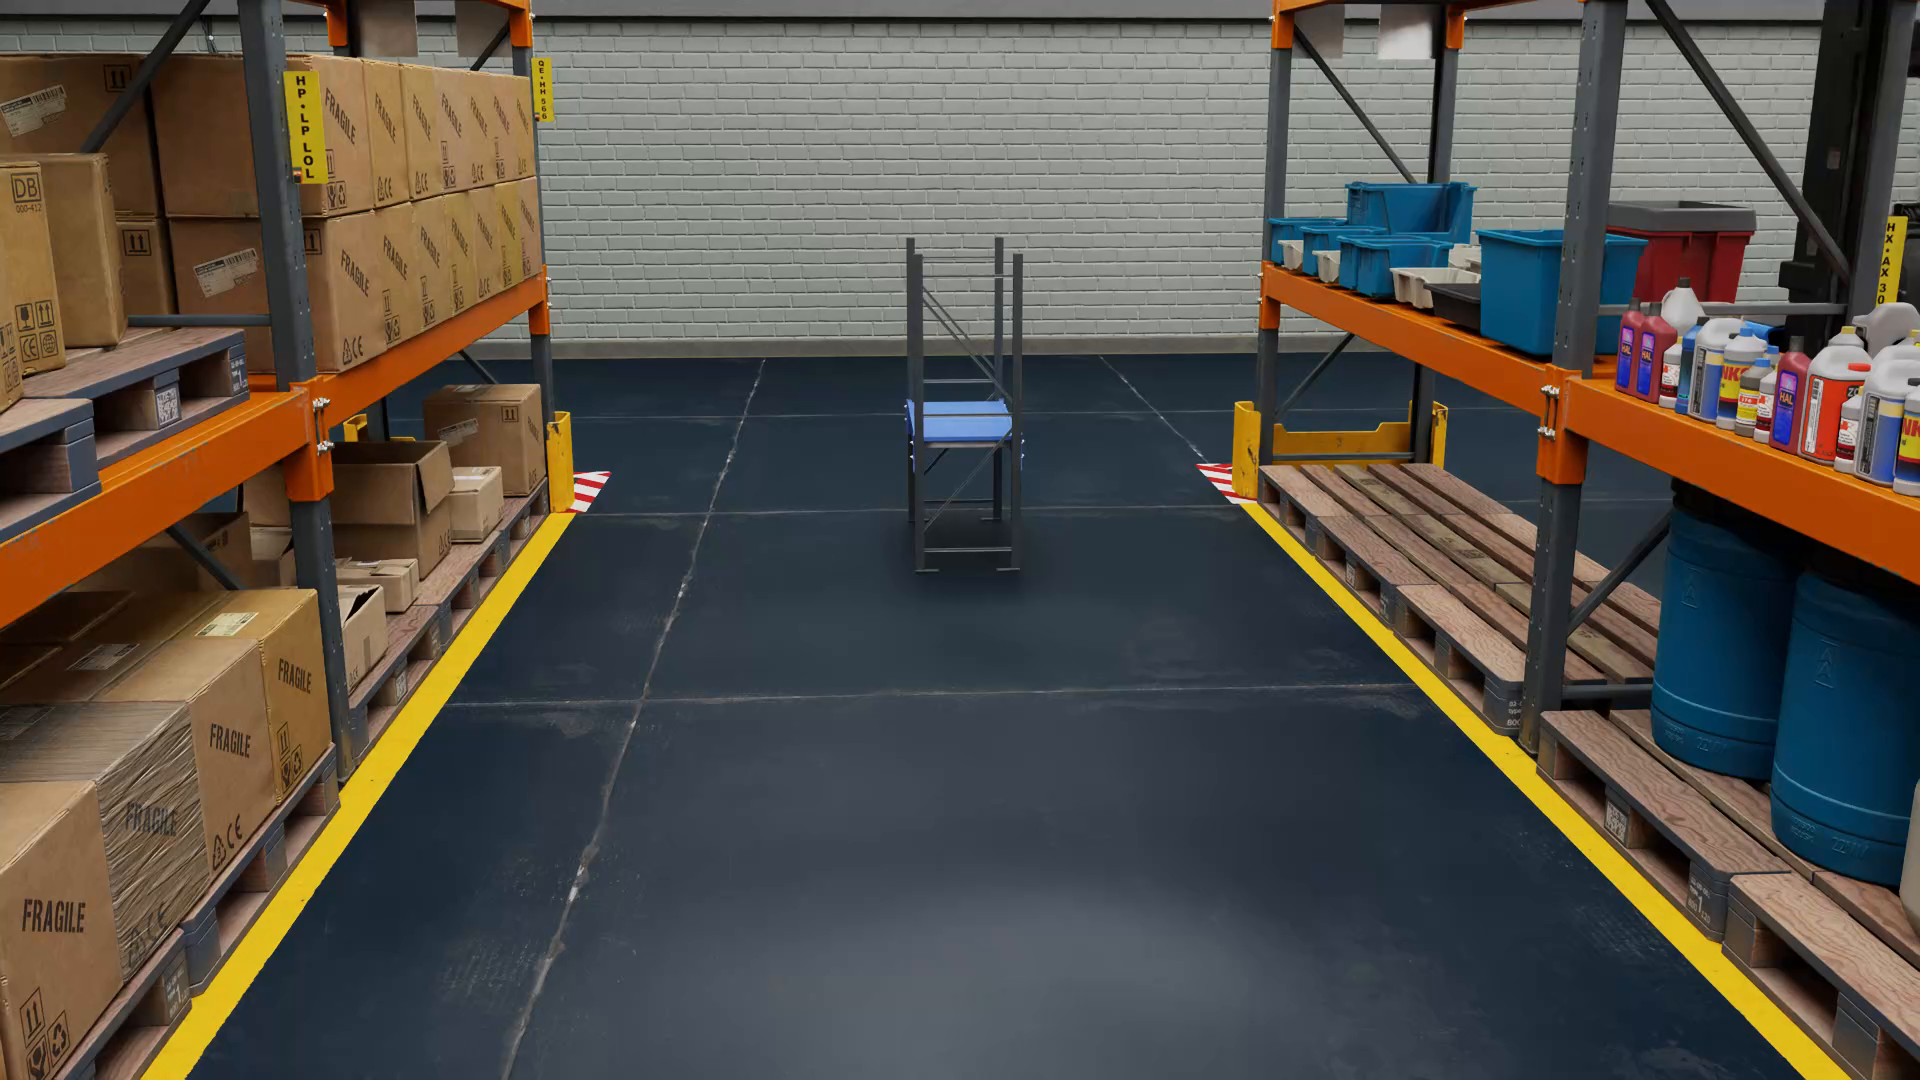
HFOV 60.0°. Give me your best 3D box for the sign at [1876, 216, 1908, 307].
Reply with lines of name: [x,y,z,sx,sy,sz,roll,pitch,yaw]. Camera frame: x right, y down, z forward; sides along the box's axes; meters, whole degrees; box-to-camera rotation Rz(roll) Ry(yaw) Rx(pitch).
sign: [2.986,-0.878,5.365,0.100,0.325,0.005,-1,14,-3]

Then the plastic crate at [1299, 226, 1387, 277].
plastic crate: [1.917,-1.449,8.353,0.416,0.233,0.300,-1,14,-3]

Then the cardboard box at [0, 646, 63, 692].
cardboard box: [-2.676,0.593,4.334,0.500,0.500,0.500,-1,14,-3]

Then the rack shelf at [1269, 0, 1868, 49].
rack shelf: [2.313,-2.338,7.017,1.077,0.370,4.000,-1,14,-3]

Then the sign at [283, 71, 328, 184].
sign: [-1.953,-1.231,4.967,0.100,0.325,0.005,-1,14,-3]

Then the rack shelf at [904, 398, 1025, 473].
rack shelf: [0.005,-0.531,8.302,0.538,0.185,1.000,-1,14,-3]

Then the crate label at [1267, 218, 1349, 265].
crate label: [1.876,-1.612,8.989,0.416,0.233,0.303,-1,14,-3]

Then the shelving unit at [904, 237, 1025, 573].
shelving unit: [0.005,-0.705,8.257,0.538,1.500,1.048,-1,14,-3]

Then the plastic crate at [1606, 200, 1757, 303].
plastic crate: [2.632,-1.022,6.230,0.402,0.464,0.583,-1,14,-3]

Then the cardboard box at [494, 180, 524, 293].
cardboard box: [-2.420,-1.468,8.010,0.500,0.500,0.500,-1,14,-3]

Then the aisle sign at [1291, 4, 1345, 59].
aisle sign: [1.888,-3.003,8.962,0.394,0.787,0.004,-1,14,-3]

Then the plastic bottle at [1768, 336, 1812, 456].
plastic bottle: [2.089,-0.361,4.144,0.061,0.283,0.133,-1,14,-3]

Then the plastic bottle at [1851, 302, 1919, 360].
plastic bottle: [2.784,-0.583,5.022,0.152,0.276,0.135,-1,14,-3]

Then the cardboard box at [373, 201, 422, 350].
cardboard box: [-2.301,-0.967,6.065,0.500,0.500,0.500,-1,14,-2]

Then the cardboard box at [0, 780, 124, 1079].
cardboard box: [-2.104,0.829,3.417,0.500,0.500,0.500,-1,14,-5]

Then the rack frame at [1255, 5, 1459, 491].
rack frame: [2.189,-1.731,9.234,1.000,3.000,0.127,-1,14,-3]

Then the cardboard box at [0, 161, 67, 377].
cardboard box: [-2.595,-0.621,3.877,0.700,0.500,0.500,1,14,5]

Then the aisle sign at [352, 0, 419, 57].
aisle sign: [-3.052,-2.927,8.665,0.394,0.787,0.004,-1,14,-3]

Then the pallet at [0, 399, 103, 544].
pallet: [-2.384,-0.056,3.111,1.003,0.211,1.213,-1,14,-3]

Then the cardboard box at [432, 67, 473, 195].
cardboard box: [-2.352,-1.699,6.904,0.500,0.500,0.500,0,14,-2]

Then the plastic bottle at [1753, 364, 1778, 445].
plastic bottle: [2.100,-0.350,4.267,0.097,0.201,0.097,0,14,0]

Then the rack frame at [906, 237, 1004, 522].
rack frame: [-0.026,-0.832,8.748,0.500,1.500,0.032,-1,14,-3]

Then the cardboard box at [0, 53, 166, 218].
cardboard box: [-2.797,-1.315,5.410,0.500,0.500,0.500,-1,14,-3]

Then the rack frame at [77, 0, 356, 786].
rack frame: [-2.507,-0.661,5.074,1.000,3.000,0.127,-1,14,-3]

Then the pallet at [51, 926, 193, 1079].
pallet: [-2.340,1.196,3.456,1.003,0.211,1.213,-1,14,-3]

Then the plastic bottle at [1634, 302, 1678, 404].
plastic bottle: [2.042,-0.549,4.873,0.061,0.283,0.133,-1,14,-3]

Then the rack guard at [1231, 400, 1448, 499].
rack guard: [2.175,-0.526,9.568,1.175,0.500,0.348,-1,14,-3]

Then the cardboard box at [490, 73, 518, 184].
cardboard box: [-2.421,-1.956,7.902,0.500,0.500,0.500,0,14,-2]

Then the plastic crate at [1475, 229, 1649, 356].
plastic crate: [2.068,-0.868,5.793,0.392,0.384,0.575,-1,14,-3]

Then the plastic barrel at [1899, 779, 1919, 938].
plastic barrel: [2.443,0.719,3.863,0.421,0.512,0.421,0,14,0]

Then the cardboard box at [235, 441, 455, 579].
cardboard box: [-2.628,-0.132,7.146,0.797,0.503,0.637,-1,14,-3]

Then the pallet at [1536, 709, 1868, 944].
pallet: [2.443,0.807,4.967,1.003,0.211,1.213,-1,14,-3]

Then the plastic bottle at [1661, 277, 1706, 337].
plastic bottle: [2.138,-0.610,4.975,0.144,0.351,0.185,-1,14,-3]

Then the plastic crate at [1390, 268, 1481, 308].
plastic crate: [2.029,-1.066,7.058,0.293,0.136,0.466,-1,14,-3]

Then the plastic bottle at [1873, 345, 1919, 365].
plastic bottle: [2.295,-0.327,4.027,0.152,0.276,0.135,-1,14,-3]

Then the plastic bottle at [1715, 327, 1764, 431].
plastic bottle: [2.088,-0.433,4.446,0.097,0.271,0.097,0,14,0]

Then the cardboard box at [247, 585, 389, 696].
cardboard box: [-2.317,0.321,5.773,0.500,0.311,0.500,-1,14,-3]

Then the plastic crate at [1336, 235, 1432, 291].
plastic crate: [1.958,-1.285,7.716,0.416,0.233,0.300,-1,14,-3]

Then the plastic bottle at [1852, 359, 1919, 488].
plastic bottle: [2.157,-0.267,3.794,0.152,0.276,0.135,-1,14,-3]

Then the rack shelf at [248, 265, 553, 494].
rack shelf: [-2.631,-0.810,7.097,1.077,0.370,4.000,-1,14,-3]

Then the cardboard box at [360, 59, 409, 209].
cardboard box: [-2.288,-1.443,5.908,0.500,0.500,0.500,-1,14,-5]

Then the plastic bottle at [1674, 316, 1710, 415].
plastic bottle: [2.074,-0.490,4.670,0.097,0.271,0.097,0,14,0]

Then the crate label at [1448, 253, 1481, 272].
crate label: [2.466,-1.291,7.933,0.396,0.136,0.243,-1,14,-3]

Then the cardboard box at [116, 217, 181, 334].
cardboard box: [-2.794,-0.829,5.530,0.500,0.500,0.500,-1,14,-3]

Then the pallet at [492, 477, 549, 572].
pallet: [-2.700,-0.088,8.444,1.003,0.211,1.213,-1,14,-3]

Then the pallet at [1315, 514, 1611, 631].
pallet: [2.274,0.128,7.606,1.003,0.211,1.213,-1,14,-3]

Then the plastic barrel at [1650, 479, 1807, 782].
plastic barrel: [2.454,0.212,5.050,0.600,0.901,0.708,-1,14,-3]

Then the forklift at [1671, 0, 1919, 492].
forklift: [4.625,-1.285,7.640,1.130,2.935,3.031,-1,14,-4]

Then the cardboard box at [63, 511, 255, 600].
cardboard box: [-2.825,0.200,5.865,0.500,0.500,0.500,-1,14,-3]

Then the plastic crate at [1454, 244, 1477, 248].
plastic crate: [2.421,-1.432,8.482,0.396,0.136,0.243,-1,14,-3]

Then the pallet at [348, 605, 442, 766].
pallet: [-2.549,0.519,6.086,1.003,0.211,1.213,-1,14,-3]

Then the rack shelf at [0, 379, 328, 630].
rack shelf: [-2.383,0.185,3.231,1.077,0.370,4.000,-1,14,-3]

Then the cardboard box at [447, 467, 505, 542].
cardboard box: [-2.446,-0.169,7.798,0.500,0.250,0.500,-1,14,-3]

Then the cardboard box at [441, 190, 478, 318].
cardboard box: [-2.363,-1.218,7.041,0.500,0.500,0.500,-1,14,-4]

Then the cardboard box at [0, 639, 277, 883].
cardboard box: [-2.168,0.578,4.393,0.500,0.500,0.500,-1,14,-3]
